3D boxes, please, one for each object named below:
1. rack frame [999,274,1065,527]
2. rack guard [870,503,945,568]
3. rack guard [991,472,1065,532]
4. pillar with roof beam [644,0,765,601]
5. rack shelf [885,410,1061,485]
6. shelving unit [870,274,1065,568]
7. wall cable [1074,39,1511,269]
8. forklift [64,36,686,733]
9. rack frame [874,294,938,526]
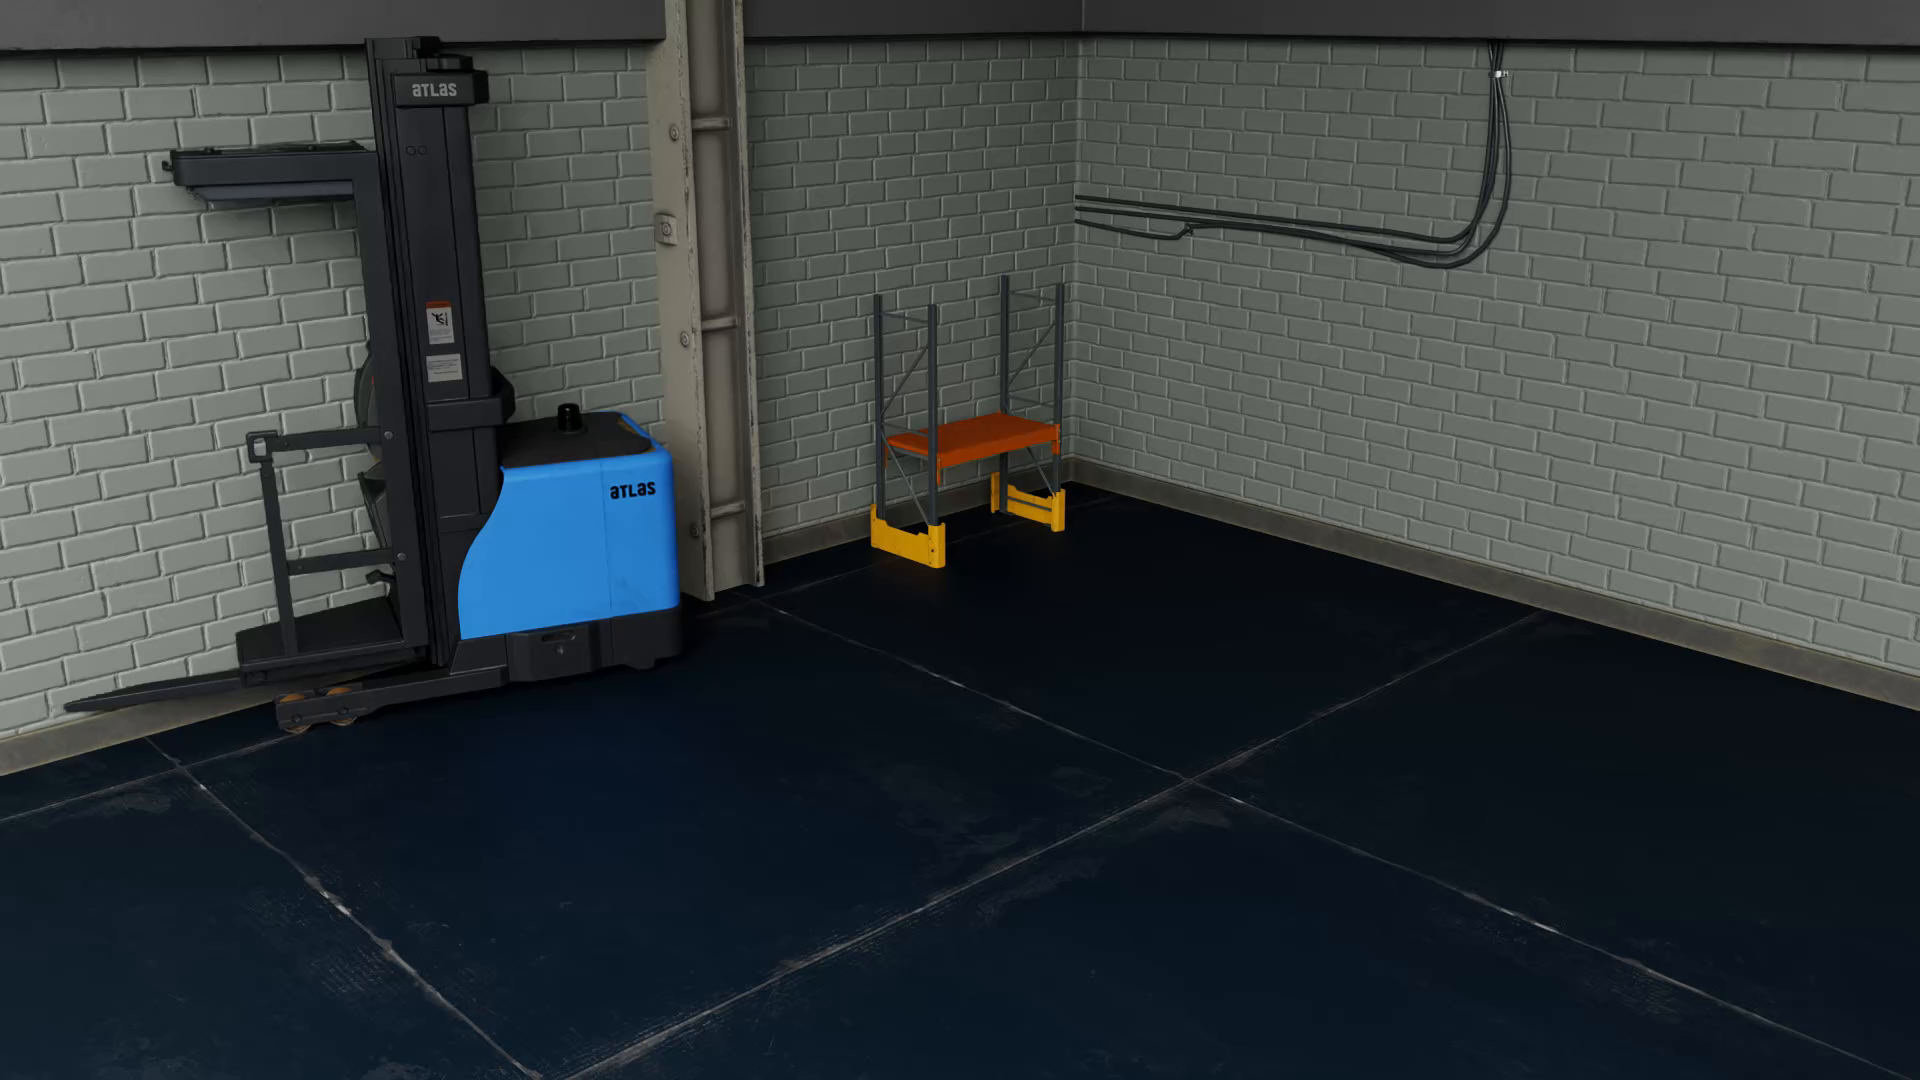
[{"bbox_3d":[0.431,-0.839,10.141,0.032,1.500,0.500,-16,24,-41],"label":"rack frame"},{"bbox_3d":[-0.306,-0.030,9.670,0.087,0.250,0.587,-16,24,-41],"label":"rack guard"},{"bbox_3d":[0.417,-0.241,10.321,0.087,0.250,0.587,-16,24,-41],"label":"rack guard"},{"bbox_3d":[1.631,-3.060,4.834,0.400,9.000,9.100,-16,24,-41],"label":"pillar with roof beam"},{"bbox_3d":[0.062,-0.560,9.865,1.000,0.185,0.538,-16,24,-41],"label":"rack shelf"},{"bbox_3d":[0.055,-0.730,9.803,1.083,1.500,0.587,-16,24,-41],"label":"shelving unit"},{"bbox_3d":[1.722,-2.876,9.299,0.112,2.526,3.097,-16,24,-41],"label":"wall cable"},{"bbox_3d":[-2.895,-0.727,7.475,3.031,2.935,1.130,-8,20,-23],"label":"forklift"},{"bbox_3d":[-0.307,-0.624,9.477,0.032,1.500,0.500,-16,24,-41],"label":"rack frame"}]
